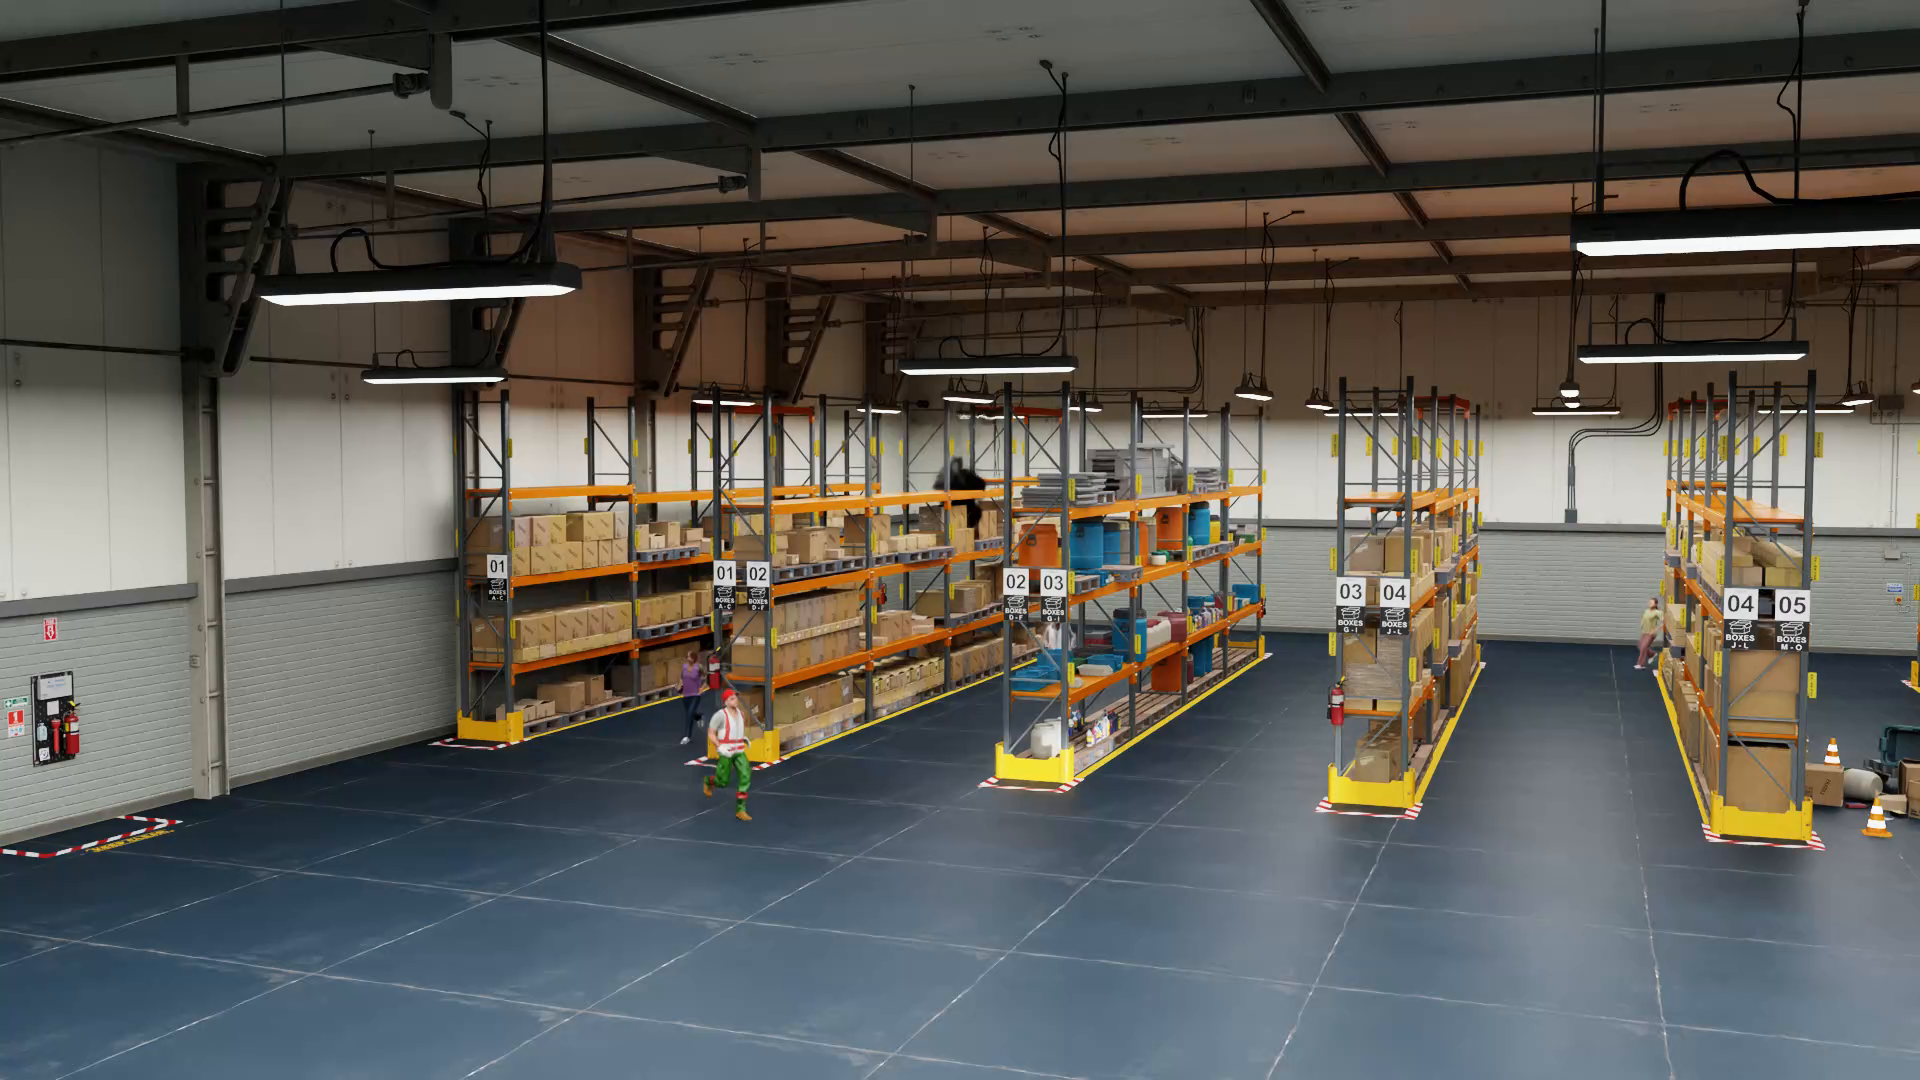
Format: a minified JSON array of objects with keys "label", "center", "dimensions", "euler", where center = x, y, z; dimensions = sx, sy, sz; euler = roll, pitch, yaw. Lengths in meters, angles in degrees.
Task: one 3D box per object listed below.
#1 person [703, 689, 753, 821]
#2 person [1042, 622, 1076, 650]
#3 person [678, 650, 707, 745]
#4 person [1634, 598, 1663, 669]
[{"label":"person","center":[-3.145,2.899,22.645],"dimensions":[0.645,1.752,0.962],"euler":[-3,4,-40]},{"label":"person","center":[1.980,2.290,33.402],"dimensions":[0.683,1.743,0.891],"euler":[1,3,18]},{"label":"person","center":[-4.550,2.664,28.449],"dimensions":[0.545,1.576,0.842],"euler":[1,3,18]},{"label":"person","center":[15.653,2.112,37.614],"dimensions":[0.688,1.625,0.602],"euler":[-2,4,-28]}]
